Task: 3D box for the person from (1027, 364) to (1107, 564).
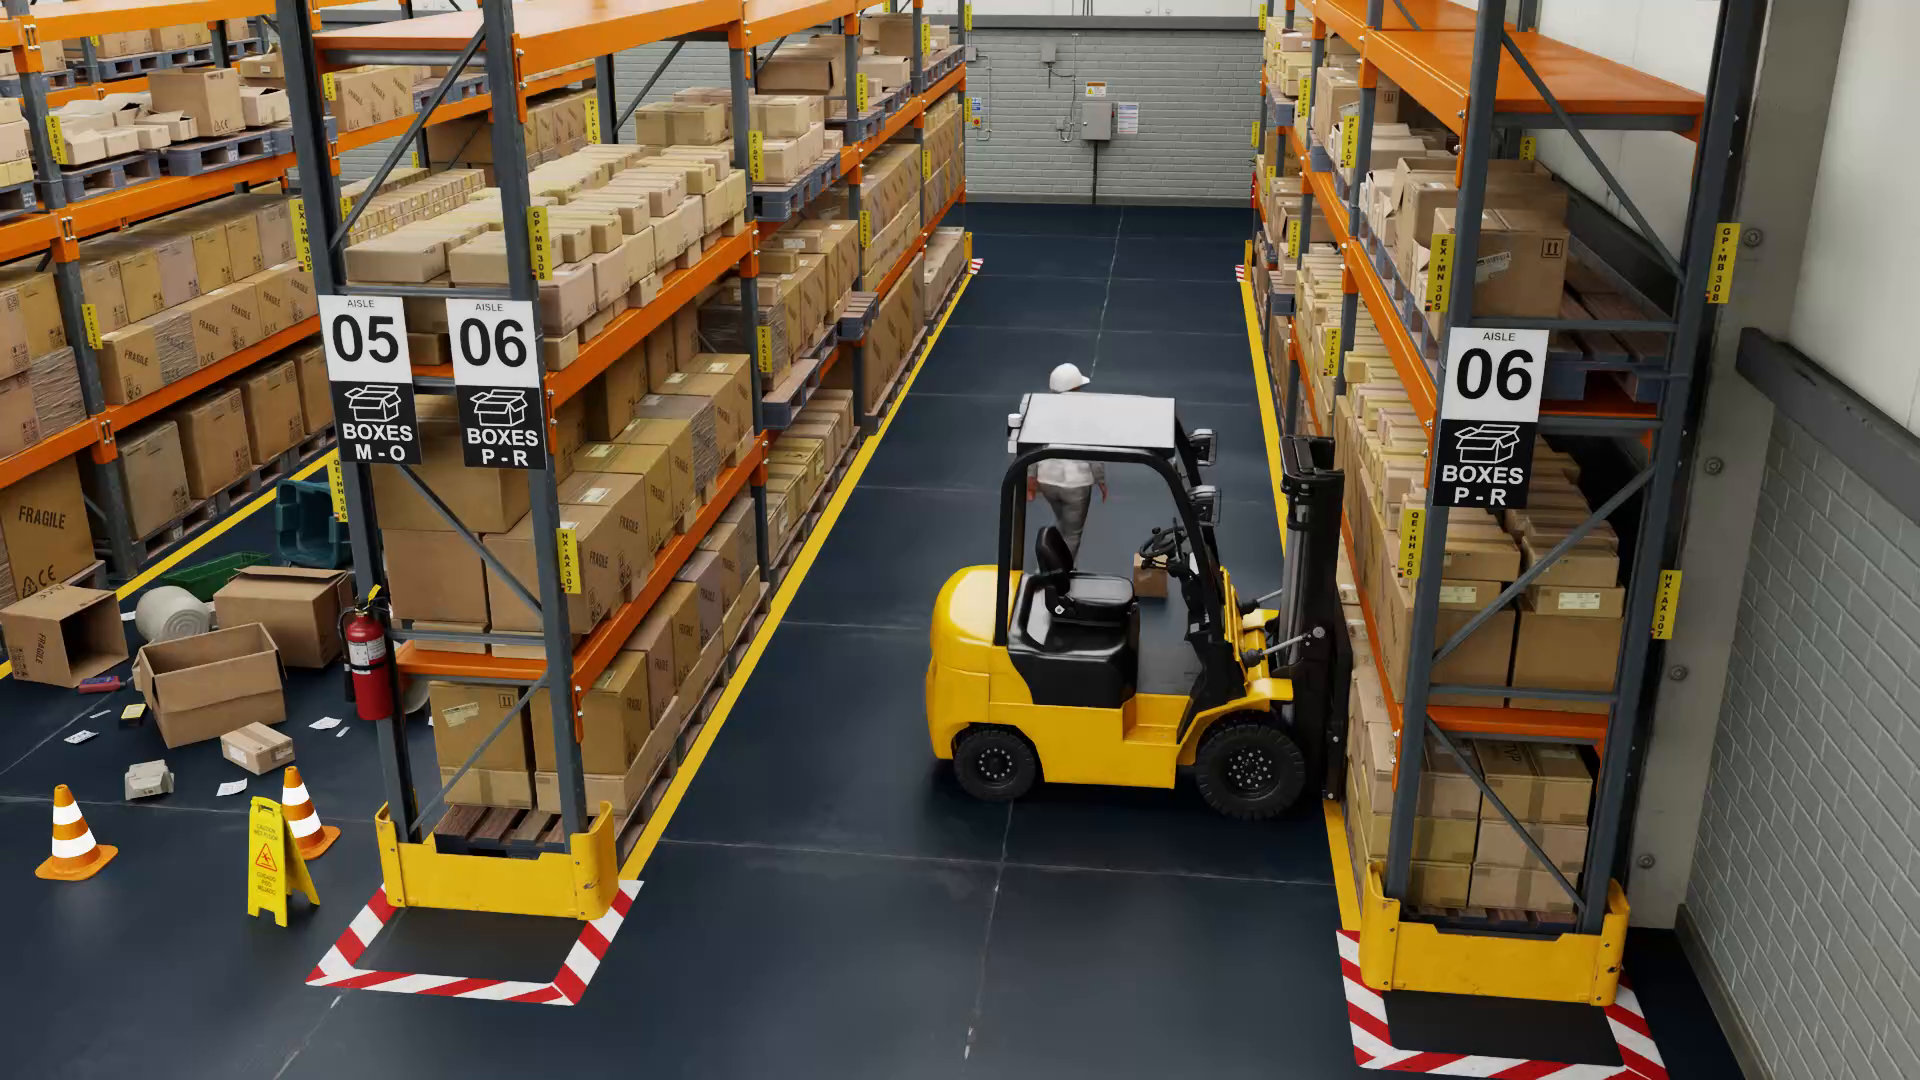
[{"bbox_3d":[0.808,-0.405,12.155,0.583,1.839,0.533,17,27,37],"label":"person"}]
